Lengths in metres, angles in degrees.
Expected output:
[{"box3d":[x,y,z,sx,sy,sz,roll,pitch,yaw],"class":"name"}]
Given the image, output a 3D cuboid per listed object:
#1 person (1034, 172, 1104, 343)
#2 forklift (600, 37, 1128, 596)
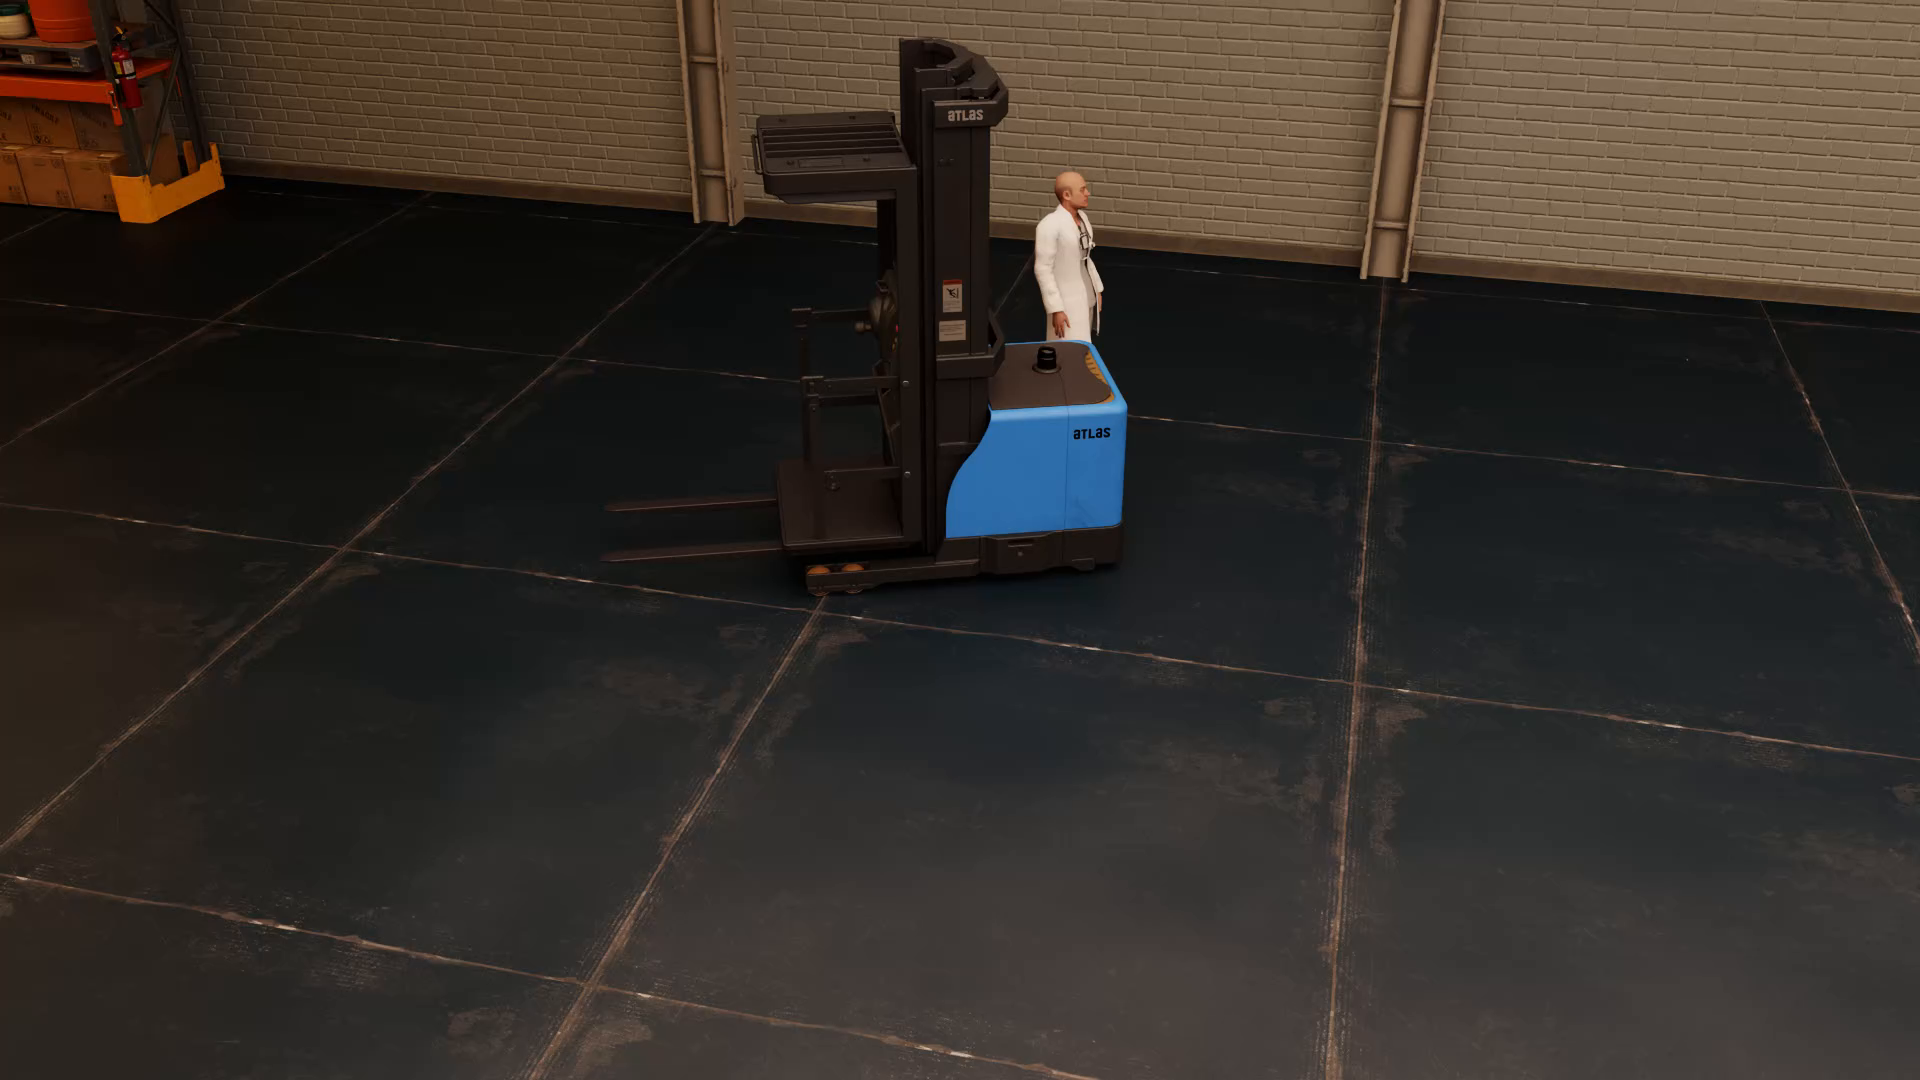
[{"box3d":[0.827,-1.539,11.041,0.580,1.777,0.697,16,33,25],"class":"person"},{"box3d":[-0.602,-1.232,9.345,3.031,2.935,1.130,-4,30,-7],"class":"forklift"}]
